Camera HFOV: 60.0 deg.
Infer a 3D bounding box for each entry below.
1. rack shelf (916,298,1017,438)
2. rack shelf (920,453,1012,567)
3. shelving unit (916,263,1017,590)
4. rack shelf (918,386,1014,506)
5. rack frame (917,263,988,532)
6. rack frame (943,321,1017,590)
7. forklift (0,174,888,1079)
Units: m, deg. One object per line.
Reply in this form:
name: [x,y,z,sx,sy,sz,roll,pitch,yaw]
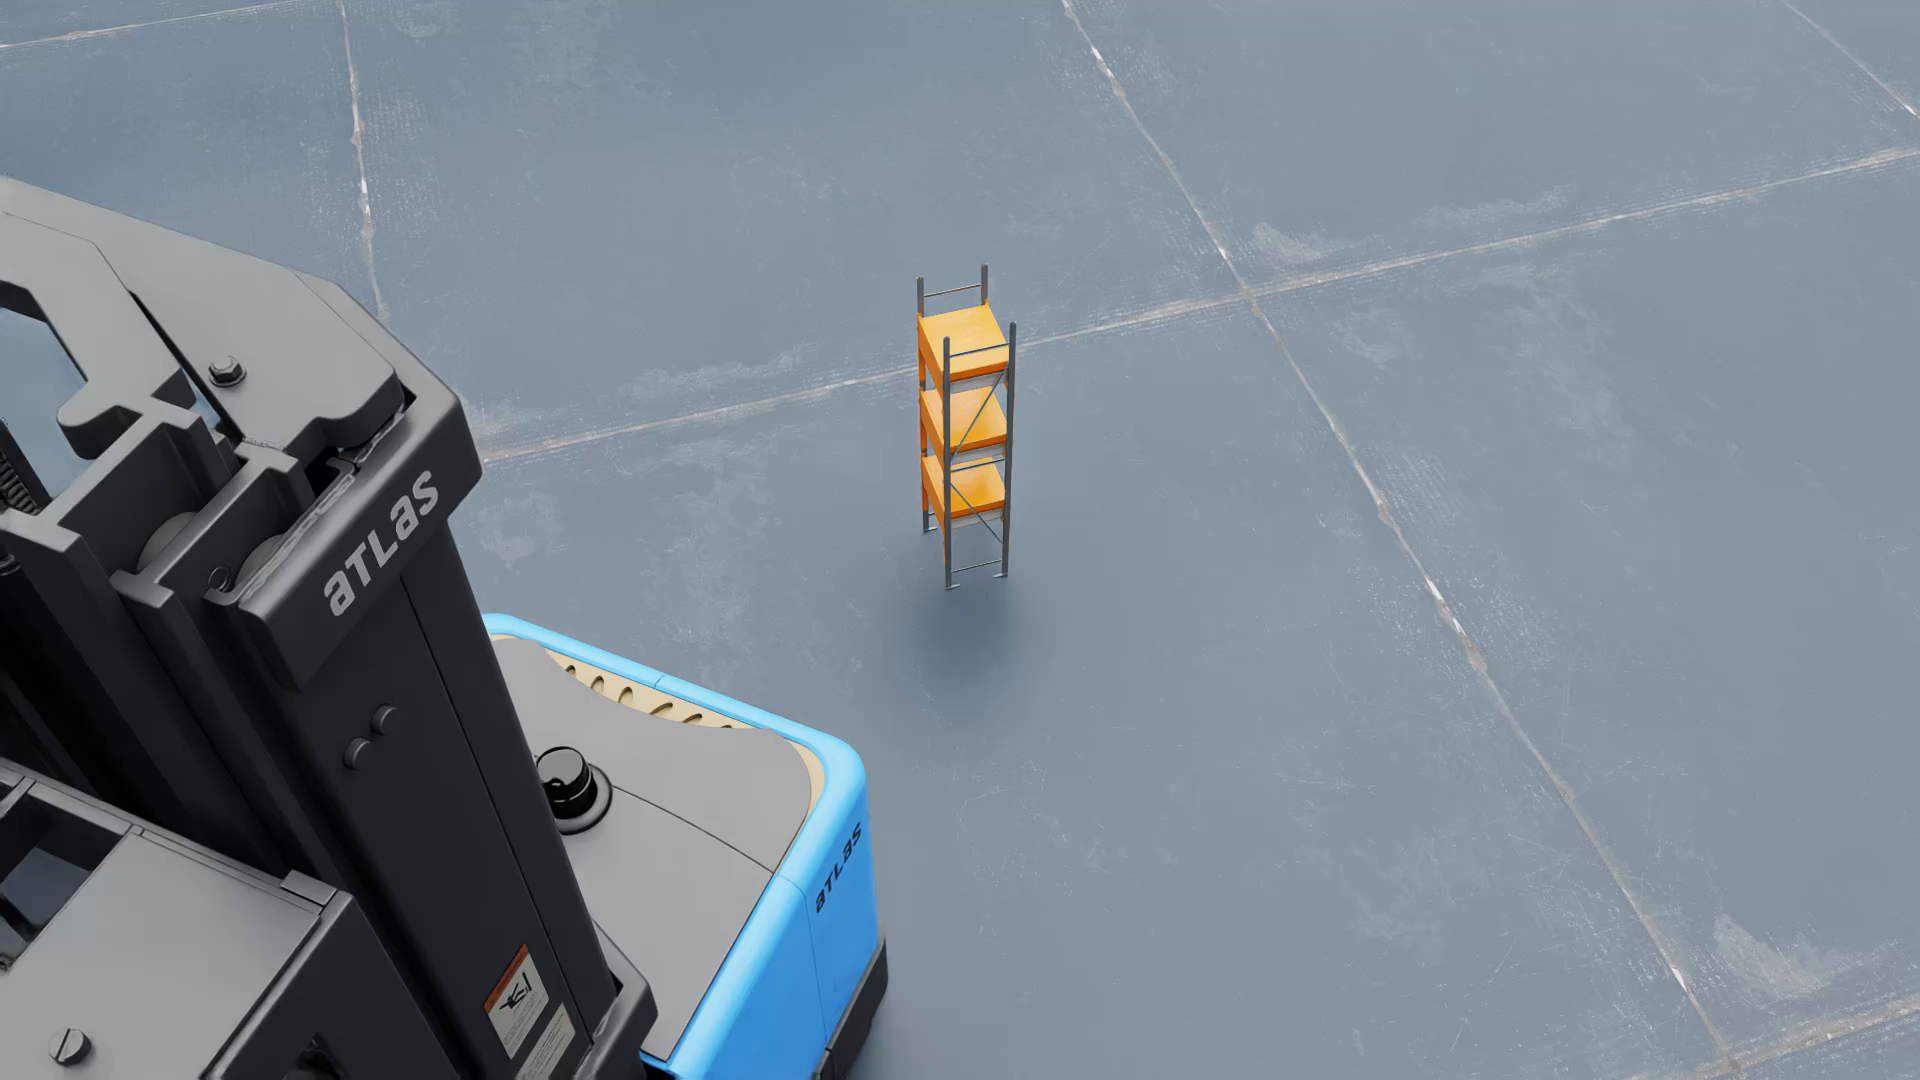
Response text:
rack shelf: [0.016,-0.475,4.607,0.215,0.259,0.240,-13,51,-11]
rack shelf: [0.016,-0.113,5.036,0.215,0.259,0.240,-13,51,-11]
shelving unit: [0.016,-0.299,4.816,0.215,1.050,0.252,-13,51,-11]
rack shelf: [0.016,-0.292,4.824,0.215,0.259,0.240,-13,51,-11]
rack frame: [-0.020,-0.388,4.891,0.200,1.050,0.008,-13,51,-11]
rack frame: [0.052,-0.210,4.741,0.200,1.050,0.008,-13,51,-11]
forklift: [-1.235,1.073,2.428,1.130,2.935,3.031,18,52,15]
